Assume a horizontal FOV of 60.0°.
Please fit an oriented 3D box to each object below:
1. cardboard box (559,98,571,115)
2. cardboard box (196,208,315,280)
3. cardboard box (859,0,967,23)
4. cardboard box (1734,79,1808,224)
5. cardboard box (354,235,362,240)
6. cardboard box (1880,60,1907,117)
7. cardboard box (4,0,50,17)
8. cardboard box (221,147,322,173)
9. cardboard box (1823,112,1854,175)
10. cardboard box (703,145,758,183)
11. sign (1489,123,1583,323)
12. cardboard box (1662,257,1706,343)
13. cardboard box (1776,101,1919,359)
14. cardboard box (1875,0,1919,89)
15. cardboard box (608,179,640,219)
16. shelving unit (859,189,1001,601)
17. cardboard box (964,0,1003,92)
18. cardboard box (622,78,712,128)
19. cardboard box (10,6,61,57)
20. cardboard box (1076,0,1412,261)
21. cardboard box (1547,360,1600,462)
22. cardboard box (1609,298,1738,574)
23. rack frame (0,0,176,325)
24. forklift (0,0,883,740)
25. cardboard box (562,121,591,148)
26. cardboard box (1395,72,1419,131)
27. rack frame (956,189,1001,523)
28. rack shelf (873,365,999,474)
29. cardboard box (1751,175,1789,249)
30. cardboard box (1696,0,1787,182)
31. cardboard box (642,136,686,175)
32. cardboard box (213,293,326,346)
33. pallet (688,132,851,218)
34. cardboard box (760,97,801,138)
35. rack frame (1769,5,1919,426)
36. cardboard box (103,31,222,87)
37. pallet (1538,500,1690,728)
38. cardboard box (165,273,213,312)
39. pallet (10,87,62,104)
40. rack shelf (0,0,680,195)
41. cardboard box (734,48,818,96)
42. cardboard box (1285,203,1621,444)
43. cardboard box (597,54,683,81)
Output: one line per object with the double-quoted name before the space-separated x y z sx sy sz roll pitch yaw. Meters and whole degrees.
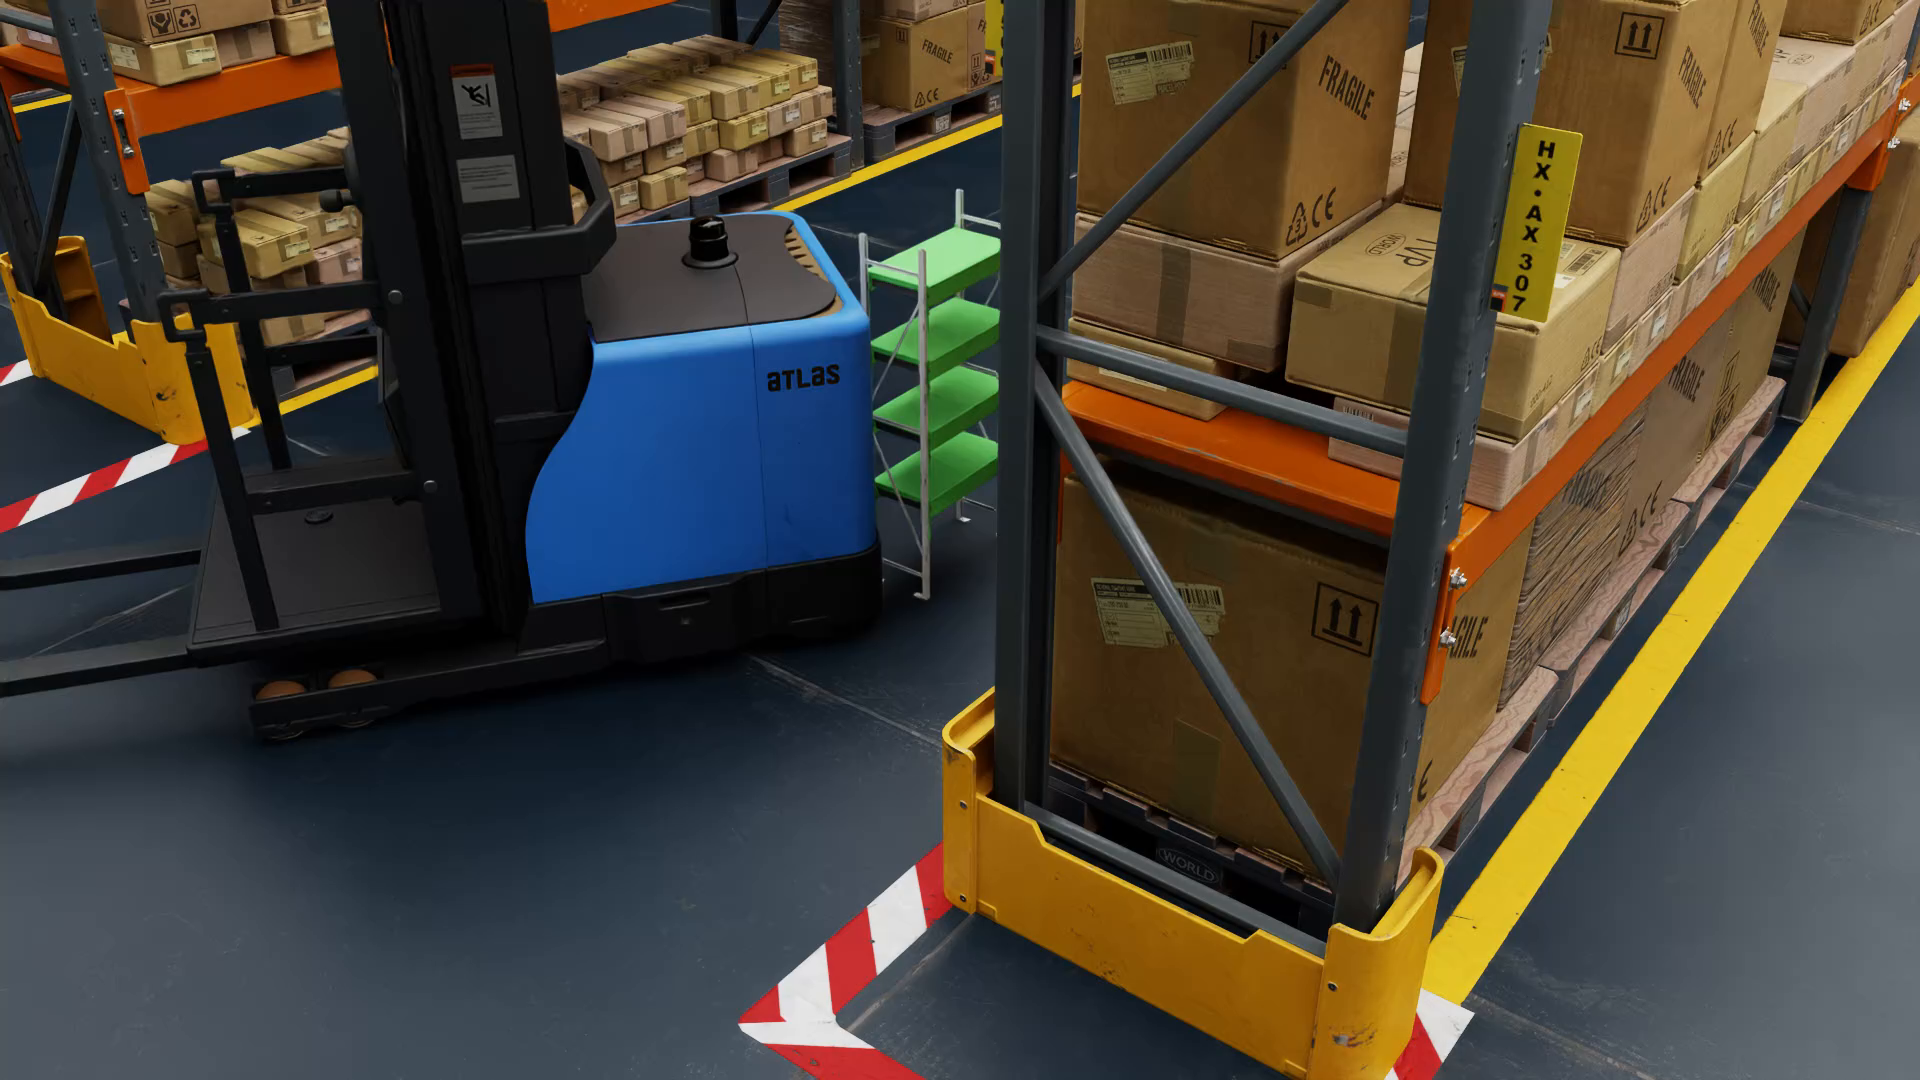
"cardboard box" -2.120 -2.078 8.115 0.380 0.149 0.250 19 36 29
"cardboard box" -2.791 -1.176 6.593 0.380 0.149 0.250 19 36 29
"cardboard box" -0.306 -3.130 9.394 0.500 0.250 0.500 19 36 29
"cardboard box" 1.946 -1.095 4.511 0.500 0.250 0.500 20 36 30
"cardboard box" -2.569 -1.294 7.084 0.380 0.149 0.250 22 37 32
"cardboard box" 3.007 -1.583 5.725 0.380 0.149 0.250 21 37 32
"cardboard box" -3.312 -2.290 6.282 0.500 0.500 0.500 22 37 32
"cardboard box" -3.008 -1.589 7.291 0.380 0.149 0.250 20 36 30
"cardboard box" 2.542 -1.269 5.196 0.380 0.149 0.250 22 37 32
"cardboard box" -1.260 -1.966 8.509 0.380 0.149 0.250 20 36 30
"sign" 0.954 -0.523 2.764 0.100 0.325 0.005 21 37 31
"cardboard box" 1.612 -0.643 4.139 0.380 0.149 0.250 20 36 30
"cardboard box" 3.301 -1.448 6.924 1.225 0.875 0.875 21 37 31
"cardboard box" 2.873 -1.719 5.563 0.500 0.250 0.500 20 36 30
"cardboard box" -1.764 -1.667 8.005 0.380 0.149 0.250 22 37 32
"shelving unit" -0.055 -0.458 5.346 0.258 1.200 0.503 20 36 30
"cardboard box" 0.012 -3.023 9.948 0.500 0.500 0.500 23 38 33
"cardboard box" -1.456 -2.168 8.266 0.380 0.149 0.250 22 37 33
"cardboard box" -3.406 -1.969 6.376 0.380 0.149 0.250 21 37 31
"cardboard box" 0.600 -0.955 3.539 0.500 0.500 0.500 22 37 32
"cardboard box" 1.147 -0.329 3.610 0.380 0.149 0.250 21 36 31
"cardboard box" 1.925 -0.573 5.446 0.875 0.875 0.875 21 37 31
"rack frame" -3.378 -1.857 5.942 1.000 3.000 0.127 21 37 31
"forklift" -1.820 -0.988 4.543 3.031 2.935 1.130 -9 32 -15
"cardboard box" -1.936 -1.848 7.728 0.380 0.149 0.250 21 37 31
"cardboard box" 1.210 -1.045 4.426 0.500 0.250 0.500 20 36 30
"rack frame" 0.088 -0.559 5.516 0.240 1.200 0.015 20 36 30
"rack shelf" -0.055 -0.403 5.379 0.258 0.148 0.480 20 36 30
"cardboard box" 2.077 -0.957 4.669 0.380 0.149 0.250 22 37 32
"cardboard box" 1.630 -1.203 3.958 0.500 0.500 0.500 20 36 30
"cardboard box" -1.569 -1.930 8.157 0.380 0.149 0.250 22 37 32
"cardboard box" -2.806 -0.926 6.755 0.380 0.149 0.250 22 37 32
"pallet" -1.340 -2.000 8.917 1.003 0.211 1.213 21 37 31
"cardboard box" -1.053 -2.226 8.656 0.380 0.149 0.250 19 36 29
"rack frame" 2.930 -1.916 6.040 1.000 3.000 0.127 21 37 31
"cardboard box" -2.921 -1.780 6.058 0.380 0.149 0.250 21 36 31
"pallet" 1.673 0.067 5.430 1.003 0.211 1.213 21 37 31
"cardboard box" -3.226 -1.090 7.031 0.380 0.149 0.250 22 37 32
"pallet" -6.228 -2.983 10.576 1.003 0.211 1.213 21 37 31
"rack shelf" -2.170 -2.361 7.497 1.077 0.370 4.000 21 37 31
"cardboard box" -0.970 -2.469 8.774 0.380 0.149 0.250 22 37 33
"cardboard box" 1.021 -0.465 3.448 0.500 0.250 0.500 20 36 30
"cardboard box" -1.663 -2.405 8.667 0.380 0.149 0.250 21 36 31
